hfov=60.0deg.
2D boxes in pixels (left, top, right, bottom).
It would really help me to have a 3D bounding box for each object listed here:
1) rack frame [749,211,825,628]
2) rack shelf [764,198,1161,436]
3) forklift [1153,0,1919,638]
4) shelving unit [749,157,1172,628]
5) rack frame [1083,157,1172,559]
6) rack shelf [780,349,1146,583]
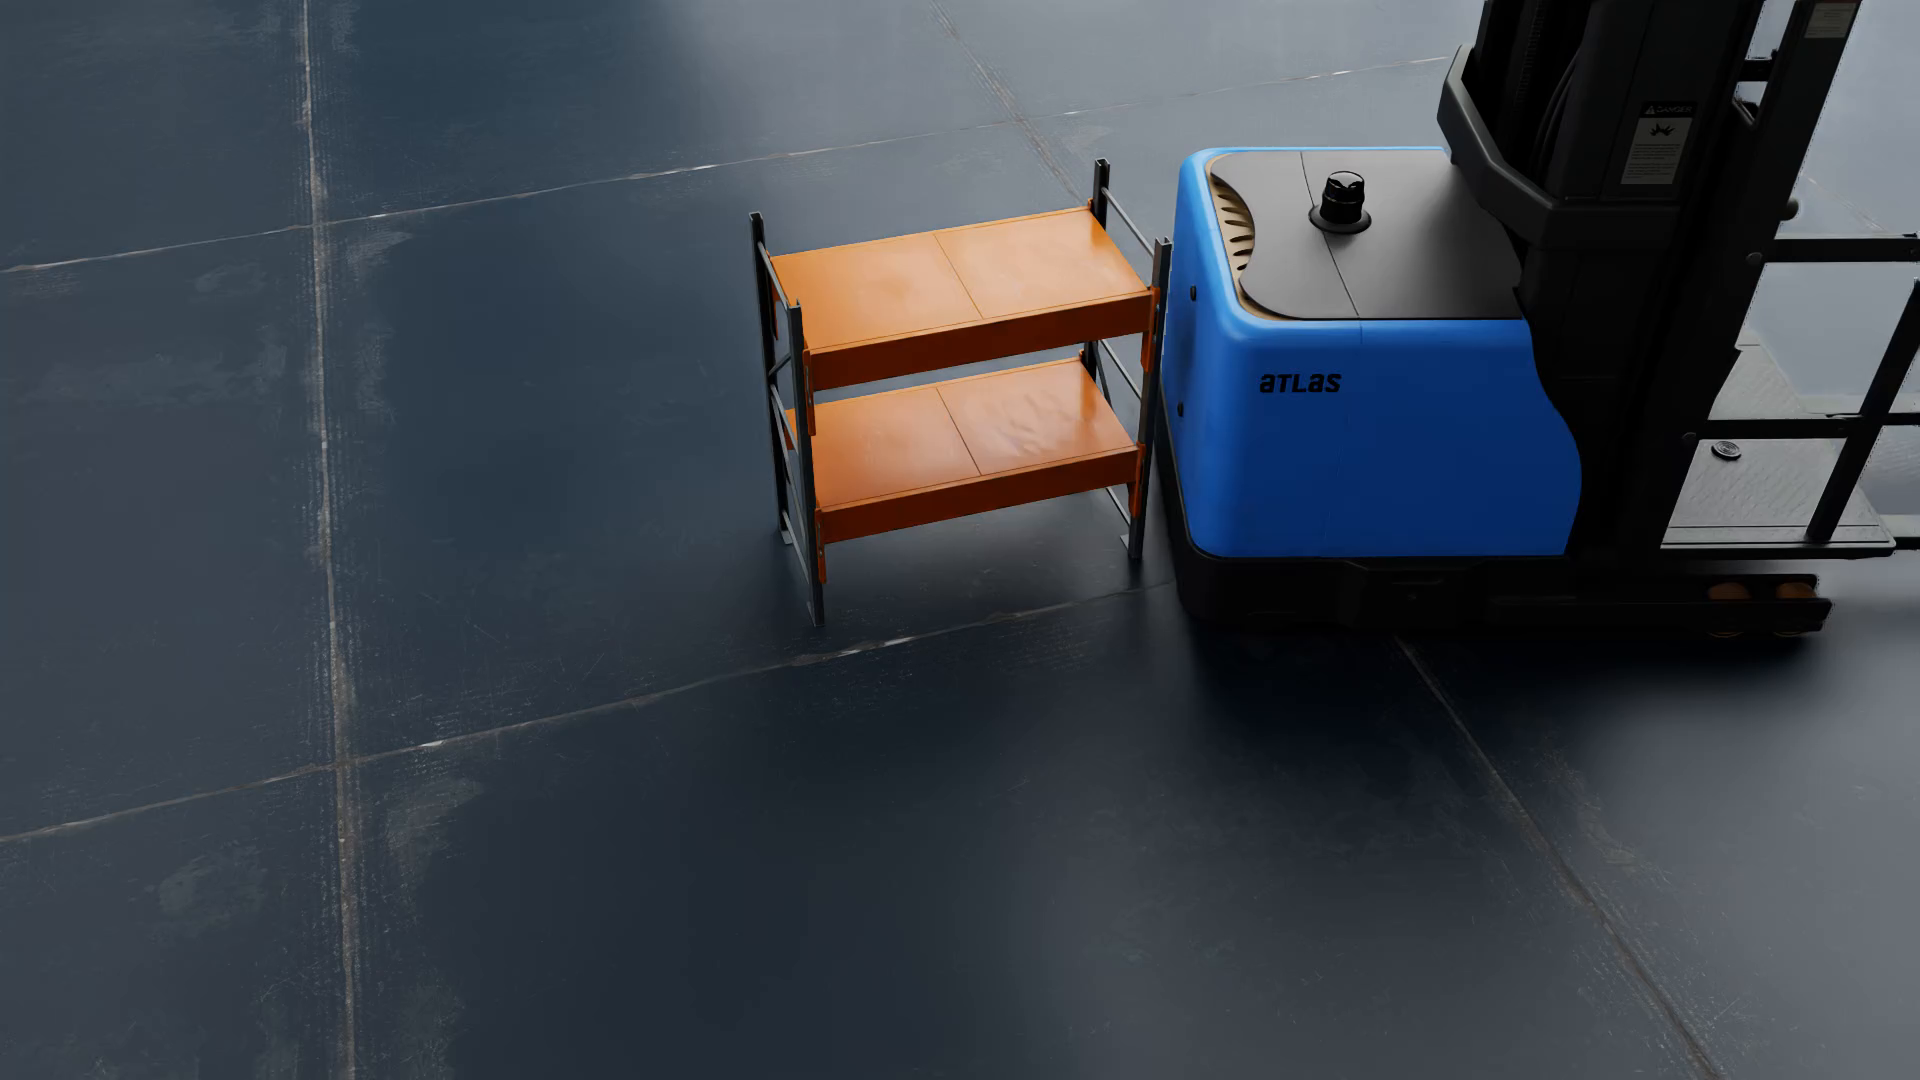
[{"bbox_3d":[-0.491,-0.322,4.763,0.032,1.125,0.500,-12,42,-13],"label":"rack frame"},{"bbox_3d":[-0.006,-0.643,4.686,1.000,0.278,0.538,-12,42,-13],"label":"rack shelf"},{"bbox_3d":[2.162,-1.166,4.357,3.031,2.935,1.130,-1,41,-1],"label":"forklift"},{"bbox_3d":[-0.006,-0.422,4.878,1.048,1.125,0.538,-12,42,-13],"label":"shelving unit"},{"bbox_3d":[0.478,-0.523,4.993,0.032,1.125,0.500,-12,42,-13],"label":"rack frame"},{"bbox_3d":[-0.006,-0.238,5.039,1.000,0.278,0.538,-12,42,-13],"label":"rack shelf"}]
